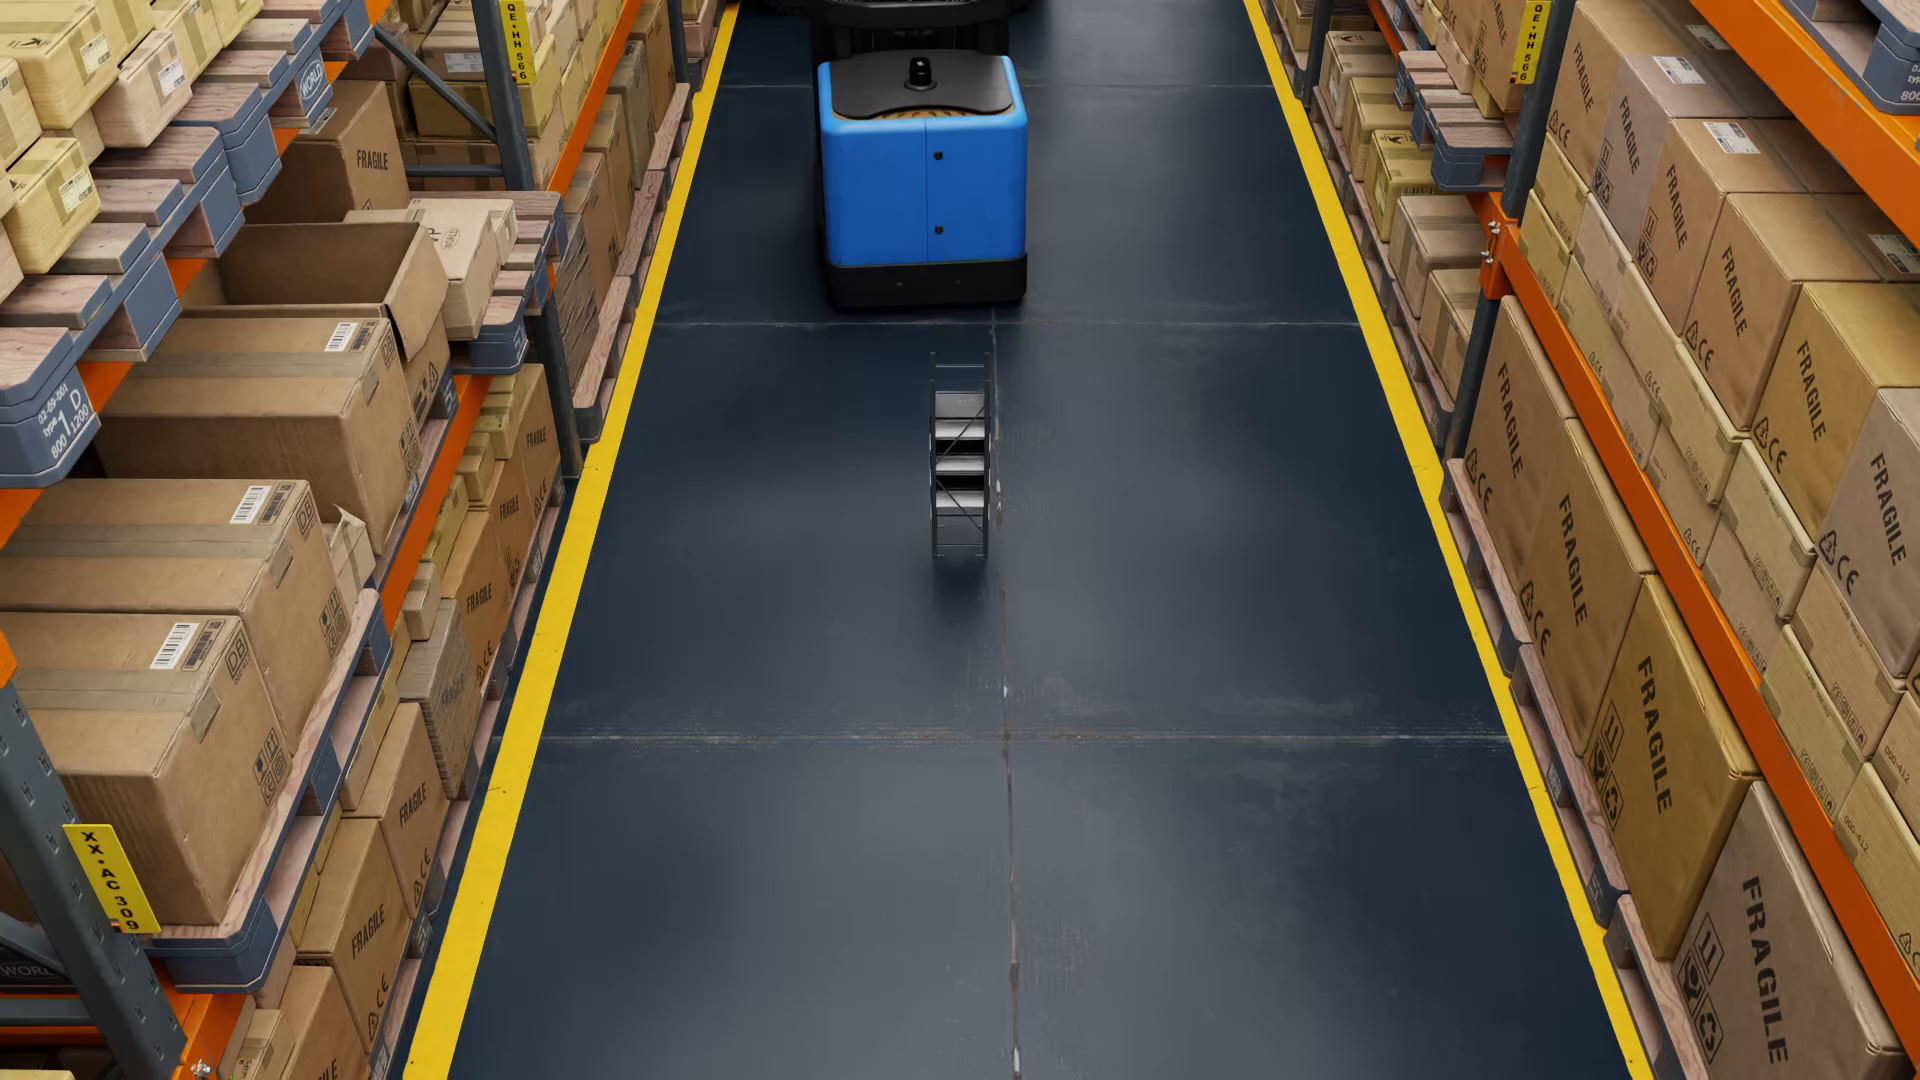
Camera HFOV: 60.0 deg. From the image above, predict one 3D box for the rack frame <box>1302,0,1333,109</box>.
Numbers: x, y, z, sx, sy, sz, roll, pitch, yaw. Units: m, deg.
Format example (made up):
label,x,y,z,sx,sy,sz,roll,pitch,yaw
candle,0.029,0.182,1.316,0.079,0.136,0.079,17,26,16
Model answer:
label,x,y,z,sx,sy,sz,roll,pitch,yaw
rack frame,2.722,-3.988,9.827,1.000,3.000,0.127,0,39,0

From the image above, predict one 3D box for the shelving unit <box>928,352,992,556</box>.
label,x,y,z,sx,sy,sz,roll,pitch,yaw
shelving unit,0.000,-0.346,6.962,0.258,0.900,0.210,0,39,0

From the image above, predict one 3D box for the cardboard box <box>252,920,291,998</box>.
label,x,y,z,sx,sy,sz,roll,pitch,yaw
cardboard box,-2.015,1.077,4.415,0.380,0.149,0.250,-2,39,-2

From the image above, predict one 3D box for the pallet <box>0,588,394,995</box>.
label,x,y,z,sx,sy,sz,roll,pitch,yaw
pallet,-2.125,0.596,4.261,1.003,0.211,1.213,0,39,0

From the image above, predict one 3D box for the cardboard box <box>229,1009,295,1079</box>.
label,x,y,z,sx,sy,sz,roll,pitch,yaw
cardboard box,-1.967,1.355,4.305,0.380,0.149,0.250,2,39,2

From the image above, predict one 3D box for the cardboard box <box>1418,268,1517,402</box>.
label,x,y,z,sx,sy,sz,roll,pitch,yaw
cardboard box,2.736,-0.978,7.837,0.950,0.372,0.625,-2,39,-3

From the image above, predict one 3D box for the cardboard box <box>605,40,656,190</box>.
label,x,y,z,sx,sy,sz,roll,pitch,yaw
cardboard box,-2.237,-2.407,9.418,0.875,0.625,0.625,0,39,0

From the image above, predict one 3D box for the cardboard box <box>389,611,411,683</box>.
label,x,y,z,sx,sy,sz,roll,pitch,yaw
cardboard box,-2.061,0.370,5.534,0.380,0.149,0.250,0,39,0

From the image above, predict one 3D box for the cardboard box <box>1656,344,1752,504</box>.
label,x,y,z,sx,sy,sz,roll,pitch,yaw
cardboard box,2.455,-0.354,5.013,0.500,0.250,0.500,1,39,1

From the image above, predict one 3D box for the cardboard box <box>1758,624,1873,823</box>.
label,x,y,z,sx,sy,sz,roll,pitch,yaw
cardboard box,2.479,0.475,4.379,0.500,0.250,0.500,-1,39,-1

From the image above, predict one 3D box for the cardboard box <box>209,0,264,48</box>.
label,x,y,z,sx,sy,sz,roll,pitch,yaw
cardboard box,-1.830,-1.239,3.784,0.380,0.149,0.250,1,39,1

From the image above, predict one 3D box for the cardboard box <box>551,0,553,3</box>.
label,x,y,z,sx,sy,sz,roll,pitch,yaw
cardboard box,-1.984,-2.463,7.326,0.380,0.149,0.250,0,39,0

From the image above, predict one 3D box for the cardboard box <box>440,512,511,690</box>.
label,x,y,z,sx,sy,sz,roll,pitch,yaw
cardboard box,-2.029,0.236,6.220,0.500,0.500,0.500,2,39,2

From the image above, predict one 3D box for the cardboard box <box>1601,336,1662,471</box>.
label,x,y,z,sx,sy,sz,roll,pitch,yaw
cardboard box,2.488,-0.472,5.561,0.500,0.250,0.500,1,39,1

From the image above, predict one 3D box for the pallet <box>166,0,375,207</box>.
label,x,y,z,sx,sy,sz,roll,pitch,yaw
pallet,-2.168,-1.132,4.016,1.213,0.211,1.003,0,39,0

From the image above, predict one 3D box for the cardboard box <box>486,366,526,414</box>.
label,x,y,z,sx,sy,sz,roll,pitch,yaw
cardboard box,-1.984,-0.613,6.761,0.380,0.149,0.250,-2,39,-2

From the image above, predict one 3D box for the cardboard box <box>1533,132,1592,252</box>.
label,x,y,z,sx,sy,sz,roll,pitch,yaw
cardboard box,2.480,-1.306,6.201,0.500,0.250,0.500,0,39,0

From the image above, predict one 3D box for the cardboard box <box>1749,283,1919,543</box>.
label,x,y,z,sx,sy,sz,roll,pitch,yaw
cardboard box,2.490,-0.334,4.388,0.500,0.500,0.500,1,39,1

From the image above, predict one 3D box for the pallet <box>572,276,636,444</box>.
label,x,y,z,sx,sy,sz,roll,pitch,yaw
pallet,-2.199,-0.907,8.213,1.003,0.211,1.213,0,39,0

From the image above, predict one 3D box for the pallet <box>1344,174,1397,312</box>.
label,x,y,z,sx,sy,sz,roll,pitch,yaw
pallet,2.728,-1.648,9.137,1.003,0.211,1.213,0,39,0

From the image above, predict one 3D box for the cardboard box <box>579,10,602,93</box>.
label,x,y,z,sx,sy,sz,roll,pitch,yaw
cardboard box,-1.997,-2.336,7.886,0.500,0.250,0.500,-1,39,-2

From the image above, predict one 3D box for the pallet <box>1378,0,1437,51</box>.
label,x,y,z,sx,sy,sz,roll,pitch,yaw
pallet,2.683,-2.649,8.311,1.003,0.211,1.213,0,39,0

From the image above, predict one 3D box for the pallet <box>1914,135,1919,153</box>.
label,x,y,z,sx,sy,sz,roll,pitch,yaw
pallet,2.680,-0.654,3.422,0.805,0.209,1.217,-1,39,-2

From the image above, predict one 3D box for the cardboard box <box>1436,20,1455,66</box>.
label,x,y,z,sx,sy,sz,roll,pitch,yaw
cardboard box,2.380,-2.239,7.511,0.380,0.149,0.250,-2,39,-2

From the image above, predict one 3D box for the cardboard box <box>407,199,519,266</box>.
label,x,y,z,sx,sy,sz,roll,pitch,yaw
cardboard box,-1.853,-1.136,6.133,0.380,0.149,0.250,1,39,1

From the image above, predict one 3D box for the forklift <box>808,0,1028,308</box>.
label,x,y,z,sx,sy,sz,roll,pitch,yaw
forklift,-0.295,-3.260,8.974,1.130,2.935,3.031,-3,39,-4

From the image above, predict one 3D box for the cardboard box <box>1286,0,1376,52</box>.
label,x,y,z,sx,sy,sz,roll,pitch,yaw
cardboard box,2.452,-3.448,11.017,0.500,0.250,0.500,2,39,2

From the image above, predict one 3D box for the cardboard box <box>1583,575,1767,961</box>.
label,x,y,z,sx,sy,sz,roll,pitch,yaw
cardboard box,2.641,0.728,5.306,0.875,0.875,0.875,1,39,1

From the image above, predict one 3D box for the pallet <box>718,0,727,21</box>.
label,x,y,z,sx,sy,sz,roll,pitch,yaw
pallet,-2.205,-4.156,12.267,1.003,0.211,1.213,0,39,0

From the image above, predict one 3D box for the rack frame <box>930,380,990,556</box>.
label,x,y,z,sx,sy,sz,roll,pitch,yaw
rack frame,0.000,-0.282,6.883,0.240,0.900,0.006,0,39,0

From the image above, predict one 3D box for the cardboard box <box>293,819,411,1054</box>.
label,x,y,z,sx,sy,sz,roll,pitch,yaw
cardboard box,-2.019,1.197,5.021,0.500,0.500,0.500,-1,39,-1

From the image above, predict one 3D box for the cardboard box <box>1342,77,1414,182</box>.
label,x,y,z,sx,sy,sz,roll,pitch,yaw
cardboard box,2.729,-2.348,9.547,0.950,0.372,0.625,2,39,3

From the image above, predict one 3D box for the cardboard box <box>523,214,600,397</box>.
label,x,y,z,sx,sy,sz,roll,pitch,yaw
cardboard box,-2.225,-1.108,7.797,0.875,0.625,0.625,1,39,1

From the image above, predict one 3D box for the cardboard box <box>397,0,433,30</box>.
label,x,y,z,sx,sy,sz,roll,pitch,yaw
cardboard box,-2.492,-2.301,7.124,0.380,0.149,0.250,0,39,0

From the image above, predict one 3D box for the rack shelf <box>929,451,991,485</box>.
label,x,y,z,sx,sy,sz,roll,pitch,yaw
rack shelf,0.000,-0.320,6.983,0.258,0.077,0.200,0,39,0

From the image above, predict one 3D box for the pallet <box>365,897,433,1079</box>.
label,x,y,z,sx,sy,sz,roll,pitch,yaw
pallet,-2.272,1.601,5.084,1.003,0.211,1.213,0,39,0

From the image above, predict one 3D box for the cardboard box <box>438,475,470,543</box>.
label,x,y,z,sx,sy,sz,roll,pitch,yaw
cardboard box,-2.041,-0.113,6.136,0.380,0.149,0.250,1,39,1

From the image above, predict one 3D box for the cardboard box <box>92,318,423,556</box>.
label,x,y,z,sx,sy,sz,roll,pitch,yaw
cardboard box,-2.011,-0.299,4.809,0.700,0.500,0.500,0,39,0

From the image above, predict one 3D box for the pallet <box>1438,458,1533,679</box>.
label,x,y,z,sx,sy,sz,roll,pitch,yaw
pallet,2.652,0.095,6.963,1.003,0.211,1.213,0,39,0

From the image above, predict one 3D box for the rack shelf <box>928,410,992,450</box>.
label,x,y,z,sx,sy,sz,roll,pitch,yaw
rack shelf,0.000,-0.461,6.871,0.258,0.077,0.200,0,39,0

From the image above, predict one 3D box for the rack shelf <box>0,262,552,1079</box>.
label,x,y,z,sx,sy,sz,roll,pitch,yaw
rack shelf,-2.235,0.051,5.363,1.077,0.370,4.000,0,39,0

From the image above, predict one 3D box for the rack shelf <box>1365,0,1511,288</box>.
label,x,y,z,sx,sy,sz,roll,pitch,yaw
rack shelf,2.724,-2.456,8.492,1.077,0.370,4.000,0,39,0

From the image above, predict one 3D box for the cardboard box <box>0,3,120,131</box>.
label,x,y,z,sx,sy,sz,roll,pitch,yaw
cardboard box,-1.824,-0.883,3.102,0.380,0.149,0.250,-1,39,-1

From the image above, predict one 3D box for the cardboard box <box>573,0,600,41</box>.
label,x,y,z,sx,sy,sz,roll,pitch,yaw
cardboard box,-1.976,-2.535,7.735,0.500,0.250,0.500,-1,39,-1

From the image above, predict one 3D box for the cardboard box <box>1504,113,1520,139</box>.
label,x,y,z,sx,sy,sz,roll,pitch,yaw
cardboard box,2.490,-1.757,6.909,0.380,0.149,0.250,1,39,2

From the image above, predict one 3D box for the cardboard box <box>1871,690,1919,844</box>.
label,x,y,z,sx,sy,sz,roll,pitch,yaw
cardboard box,2.487,0.603,3.819,0.500,0.250,0.500,0,39,0

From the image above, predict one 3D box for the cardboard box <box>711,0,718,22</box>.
label,x,y,z,sx,sy,sz,roll,pitch,yaw
cardboard box,-1.928,-3.693,11.322,0.500,0.250,0.500,-1,39,-1

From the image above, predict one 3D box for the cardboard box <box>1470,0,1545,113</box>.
label,x,y,z,sx,sy,sz,roll,pitch,yaw
cardboard box,2.448,-2.089,6.805,0.500,0.500,0.500,-1,39,-1

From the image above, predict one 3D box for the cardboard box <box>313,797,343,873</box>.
label,x,y,z,sx,sy,sz,roll,pitch,yaw
cardboard box,-2.070,0.850,4.935,0.380,0.149,0.250,-1,39,-1

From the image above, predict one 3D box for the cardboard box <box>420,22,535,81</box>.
label,x,y,z,sx,sy,sz,roll,pitch,yaw
cardboard box,-1.943,-1.972,6.713,0.380,0.149,0.250,1,39,1

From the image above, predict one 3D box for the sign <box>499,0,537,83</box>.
label,x,y,z,sx,sy,sz,roll,pitch,yaw
sign,-1.695,-1.907,6.369,0.100,0.325,0.005,0,39,0

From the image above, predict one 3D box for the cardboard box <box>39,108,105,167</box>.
label,x,y,z,sx,sy,sz,roll,pitch,yaw
cardboard box,-1.899,-0.762,3.188,0.380,0.149,0.250,0,39,0

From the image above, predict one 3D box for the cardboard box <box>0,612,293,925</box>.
label,x,y,z,sx,sy,sz,roll,pitch,yaw
cardboard box,-2.010,0.516,3.792,0.700,0.500,0.500,1,39,1

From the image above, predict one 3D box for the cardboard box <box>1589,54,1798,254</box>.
label,x,y,z,sx,sy,sz,roll,pitch,yaw
cardboard box,2.492,-1.297,5.590,0.500,0.500,0.500,0,39,0

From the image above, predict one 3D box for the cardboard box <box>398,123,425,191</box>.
label,x,y,z,sx,sy,sz,roll,pitch,yaw
cardboard box,-2.494,-1.703,7.096,0.500,0.250,0.500,-1,39,-1
